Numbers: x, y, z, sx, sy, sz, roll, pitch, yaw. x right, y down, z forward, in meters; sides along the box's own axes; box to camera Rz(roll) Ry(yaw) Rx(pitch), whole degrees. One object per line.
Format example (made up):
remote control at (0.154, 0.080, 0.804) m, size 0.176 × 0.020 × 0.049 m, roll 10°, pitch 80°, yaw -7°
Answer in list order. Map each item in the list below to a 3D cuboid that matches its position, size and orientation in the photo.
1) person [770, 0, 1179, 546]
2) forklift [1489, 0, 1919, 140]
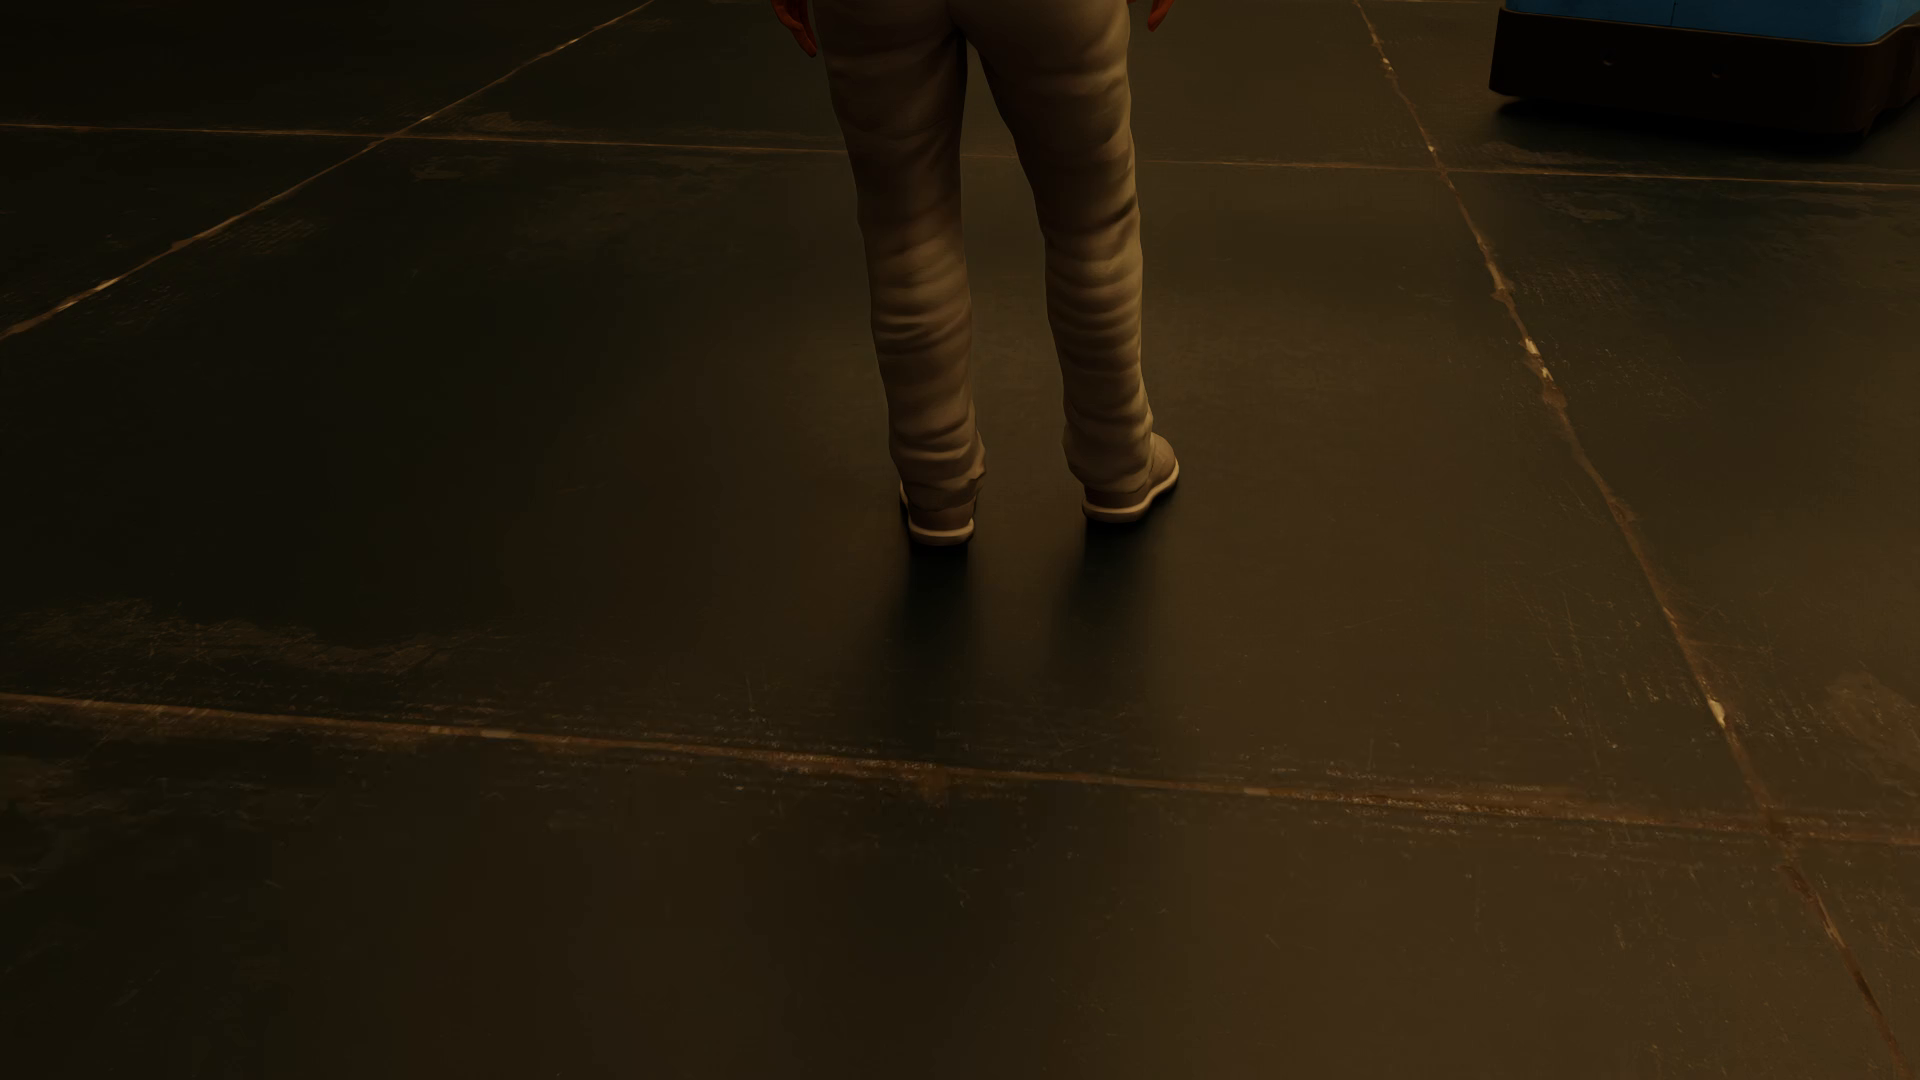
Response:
person at (0.033, -0.784, 2.190) m, size 0.598 × 1.670 × 0.529 m, roll 3°, pitch 27°, yaw 7°
forklift at (2.914, -3.025, 5.280) m, size 1.130 × 2.935 × 3.031 m, roll 18°, pitch 32°, yaw 32°
